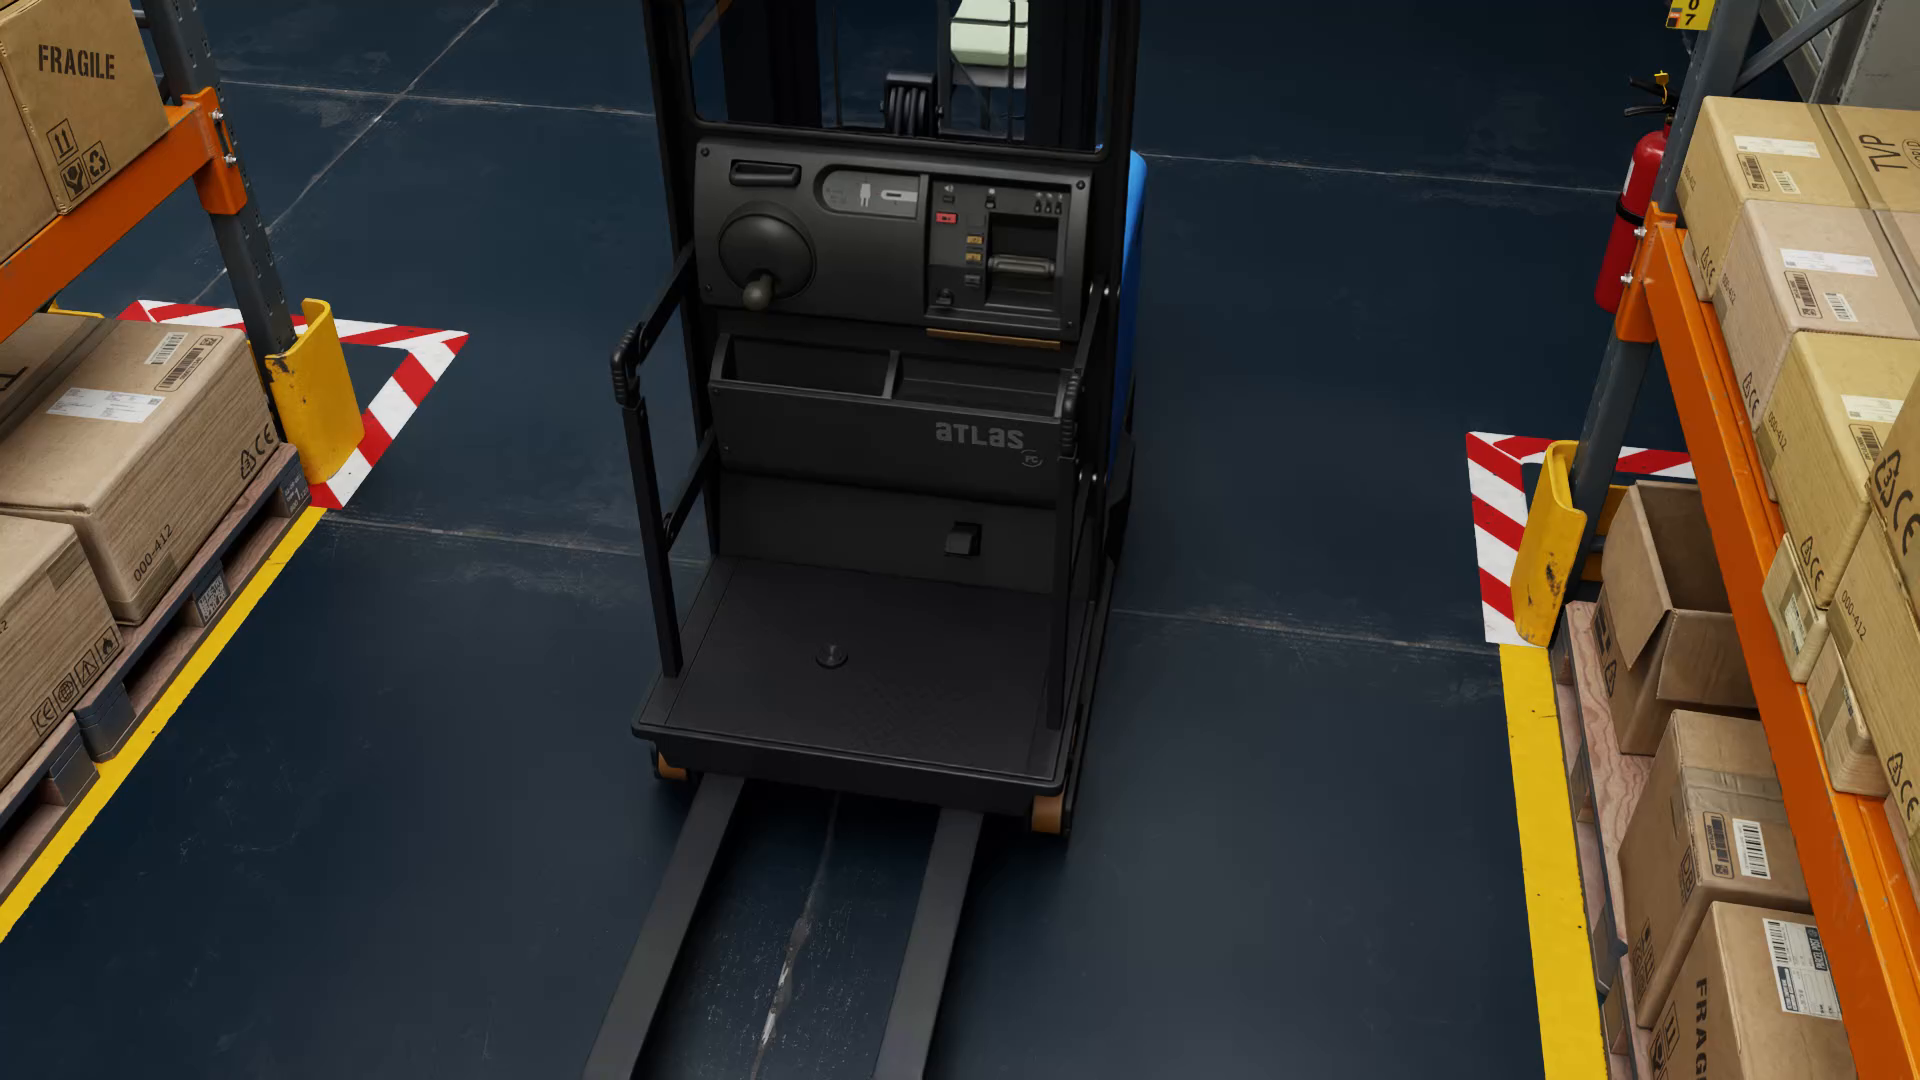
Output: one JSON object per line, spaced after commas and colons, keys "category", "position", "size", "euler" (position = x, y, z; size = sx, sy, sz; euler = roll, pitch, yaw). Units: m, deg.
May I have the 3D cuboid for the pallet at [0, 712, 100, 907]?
{"category": "pallet", "position": [-2.908, 0.862, 4.042], "size": [1.003, 0.211, 1.213], "euler": [6, 40, 8]}

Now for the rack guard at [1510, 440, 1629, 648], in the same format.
{"category": "rack guard", "position": [2.243, 0.069, 4.774], "size": [1.175, 0.500, 0.348], "euler": [6, 40, 8]}

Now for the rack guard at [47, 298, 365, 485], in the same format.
{"category": "rack guard", "position": [-2.629, -0.539, 5.509], "size": [1.175, 0.500, 0.348], "euler": [6, 40, 8]}

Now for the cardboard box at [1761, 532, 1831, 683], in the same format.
{"category": "cardboard box", "position": [1.657, 0.134, 2.931], "size": [0.380, 0.149, 0.250], "euler": [5, 40, 6]}

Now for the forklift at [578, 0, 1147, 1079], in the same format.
{"category": "forklift", "position": [-0.202, -0.623, 3.703], "size": [1.130, 2.935, 3.031], "euler": [7, 40, 8]}

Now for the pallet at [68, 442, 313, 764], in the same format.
{"category": "pallet", "position": [-2.694, 0.098, 4.966], "size": [1.003, 0.211, 1.213], "euler": [6, 40, 8]}

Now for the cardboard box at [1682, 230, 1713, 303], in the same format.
{"category": "cardboard box", "position": [1.929, -0.669, 3.902], "size": [0.380, 0.149, 0.250], "euler": [6, 40, 7]}

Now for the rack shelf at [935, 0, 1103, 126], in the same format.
{"category": "rack shelf", "position": [0.202, -1.558, 5.344], "size": [0.431, 0.370, 0.720], "euler": [7, 40, 8]}

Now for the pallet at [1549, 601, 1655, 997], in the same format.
{"category": "pallet", "position": [2.106, 0.681, 4.261], "size": [1.003, 0.211, 1.213], "euler": [6, 40, 8]}

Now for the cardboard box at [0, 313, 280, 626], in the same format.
{"category": "cardboard box", "position": [-2.649, -0.236, 4.863], "size": [0.875, 0.438, 0.875], "euler": [5, 40, 6]}

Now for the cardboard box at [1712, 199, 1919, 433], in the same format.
{"category": "cardboard box", "position": [1.825, -0.427, 3.297], "size": [0.500, 0.250, 0.500], "euler": [7, 40, 8]}

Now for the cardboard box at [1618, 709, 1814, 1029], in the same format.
{"category": "cardboard box", "position": [1.871, 0.765, 3.603], "size": [0.700, 0.500, 0.500], "euler": [8, 40, 9]}

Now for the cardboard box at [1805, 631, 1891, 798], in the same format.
{"category": "cardboard box", "position": [1.632, 0.301, 2.729], "size": [0.380, 0.149, 0.250], "euler": [7, 40, 9]}

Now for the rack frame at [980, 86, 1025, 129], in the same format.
{"category": "rack frame", "position": [0.270, -1.486, 5.870], "size": [0.400, 1.500, 0.023], "euler": [7, 40, 8]}

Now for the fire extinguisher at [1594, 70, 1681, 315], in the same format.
{"category": "fire extinguisher", "position": [1.827, -0.912, 4.352], "size": [0.296, 0.674, 0.183], "euler": [6, 40, 8]}

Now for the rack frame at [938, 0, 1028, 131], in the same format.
{"category": "rack frame", "position": [0.135, -1.028, 5.316], "size": [0.400, 1.500, 0.023], "euler": [7, 40, 8]}

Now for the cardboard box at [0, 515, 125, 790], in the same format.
{"category": "cardboard box", "position": [-2.799, 0.339, 4.167], "size": [0.875, 0.438, 0.875], "euler": [7, 40, 9]}

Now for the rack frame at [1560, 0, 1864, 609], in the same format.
{"category": "rack frame", "position": [2.256, -0.942, 4.035], "size": [1.000, 3.000, 0.127], "euler": [6, 40, 8]}

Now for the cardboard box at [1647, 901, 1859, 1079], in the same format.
{"category": "cardboard box", "position": [1.681, 1.086, 3.215], "size": [0.500, 0.500, 0.500], "euler": [7, 40, 8]}

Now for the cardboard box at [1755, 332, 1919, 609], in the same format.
{"category": "cardboard box", "position": [1.741, -0.109, 2.912], "size": [0.500, 0.250, 0.500], "euler": [6, 40, 7]}

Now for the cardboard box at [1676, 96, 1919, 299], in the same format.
{"category": "cardboard box", "position": [1.912, -0.744, 3.680], "size": [0.500, 0.250, 0.500], "euler": [7, 40, 8]}

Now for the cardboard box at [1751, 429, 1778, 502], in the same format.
{"category": "cardboard box", "position": [1.815, -0.184, 3.315], "size": [0.380, 0.149, 0.250], "euler": [8, 40, 9]}

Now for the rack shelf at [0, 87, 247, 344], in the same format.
{"category": "rack shelf", "position": [-2.979, 0.045, 3.406], "size": [1.077, 0.370, 4.000], "euler": [6, 40, 8]}

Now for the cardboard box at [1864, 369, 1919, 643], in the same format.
{"category": "cardboard box", "position": [1.653, -0.091, 2.302], "size": [0.500, 0.500, 0.500], "euler": [7, 40, 9]}

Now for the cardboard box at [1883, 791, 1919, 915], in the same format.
{"category": "cardboard box", "position": [1.655, 0.471, 2.524], "size": [0.380, 0.149, 0.250], "euler": [6, 40, 8]}

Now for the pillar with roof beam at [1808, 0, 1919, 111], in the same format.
{"category": "pillar with roof beam", "position": [-0.629, -5.322, 4.624], "size": [9.100, 9.000, 0.400], "euler": [6, 40, 8]}

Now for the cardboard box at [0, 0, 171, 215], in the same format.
{"category": "cardboard box", "position": [-2.456, -1.194, 4.261], "size": [0.500, 0.500, 0.500], "euler": [7, 40, 8]}

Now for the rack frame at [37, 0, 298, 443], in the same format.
{"category": "rack frame", "position": [-2.633, -1.487, 4.694], "size": [1.000, 3.000, 0.127], "euler": [6, 40, 8]}

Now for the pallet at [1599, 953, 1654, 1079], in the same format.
{"category": "pallet", "position": [1.893, 1.444, 3.338], "size": [1.003, 0.211, 1.213], "euler": [6, 40, 8]}

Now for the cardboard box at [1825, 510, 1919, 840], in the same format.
{"category": "cardboard box", "position": [1.673, 0.214, 2.521], "size": [0.500, 0.250, 0.500], "euler": [5, 40, 7]}

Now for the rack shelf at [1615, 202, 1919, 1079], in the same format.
{"category": "rack shelf", "position": [1.910, 0.590, 2.746], "size": [1.077, 0.370, 4.000], "euler": [6, 40, 8]}

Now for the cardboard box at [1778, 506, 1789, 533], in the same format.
{"category": "cardboard box", "position": [1.775, -0.016, 3.113], "size": [0.380, 0.149, 0.250], "euler": [7, 40, 8]}

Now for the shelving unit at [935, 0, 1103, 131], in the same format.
{"category": "shelving unit", "position": [0.202, -1.257, 5.593], "size": [0.431, 1.500, 0.755], "euler": [7, 40, 8]}

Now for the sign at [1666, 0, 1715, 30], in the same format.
{"category": "sign", "position": [1.722, -1.335, 3.832], "size": [0.100, 0.325, 0.005], "euler": [6, 40, 8]}

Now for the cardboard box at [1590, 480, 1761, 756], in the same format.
{"category": "cardboard box", "position": [2.057, 0.232, 4.245], "size": [0.797, 0.503, 0.637], "euler": [5, 40, 6]}

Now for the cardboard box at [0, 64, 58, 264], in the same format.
{"category": "cardboard box", "position": [-2.558, -0.880, 3.882], "size": [0.500, 0.500, 0.500], "euler": [6, 40, 7]}

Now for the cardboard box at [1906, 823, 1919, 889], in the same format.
{"category": "cardboard box", "position": [1.583, 0.537, 2.130], "size": [0.500, 0.250, 0.500], "euler": [6, 40, 7]}
